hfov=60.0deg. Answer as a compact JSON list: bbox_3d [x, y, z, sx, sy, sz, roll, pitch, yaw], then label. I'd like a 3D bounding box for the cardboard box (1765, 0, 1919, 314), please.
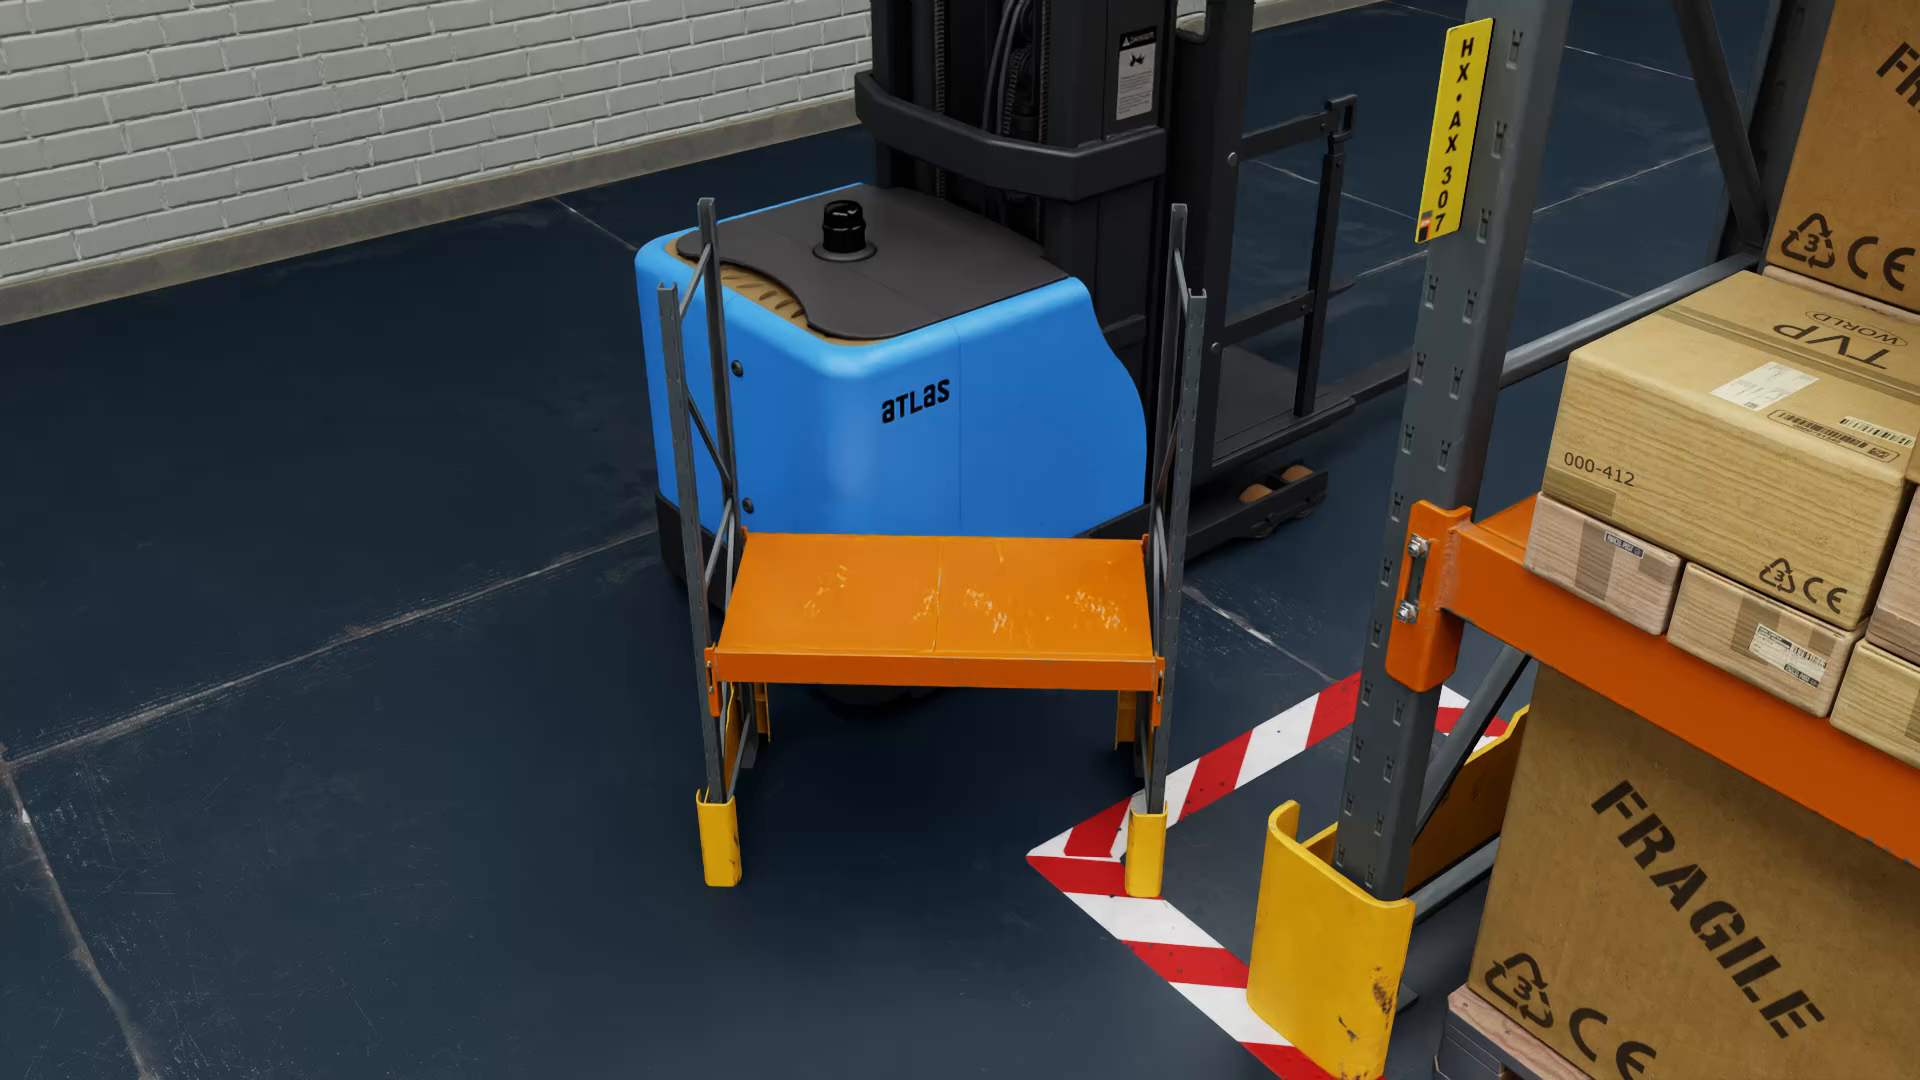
[{"bbox_3d":[1.688,-0.648,2.600,0.500,0.500,0.500,-22,38,-31],"label":"cardboard box"}]

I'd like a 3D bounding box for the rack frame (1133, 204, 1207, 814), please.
[{"bbox_3d":[0.461,0.047,3.753,0.032,1.500,0.500,1,32,2],"label":"rack frame"}]

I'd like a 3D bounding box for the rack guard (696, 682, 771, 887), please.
[{"bbox_3d":[-0.554,0.558,4.114,0.087,0.250,0.587,1,32,2],"label":"rack guard"}]

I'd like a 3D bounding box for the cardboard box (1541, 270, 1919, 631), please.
[{"bbox_3d":[1.262,-0.160,2.525,0.500,0.250,0.500,-23,39,-33],"label":"cardboard box"}]

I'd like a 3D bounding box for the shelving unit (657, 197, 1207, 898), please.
[{"bbox_3d":[-0.057,0.037,3.769,1.083,1.500,0.587,1,32,2],"label":"shelving unit"}]

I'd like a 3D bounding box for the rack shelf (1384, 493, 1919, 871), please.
[{"bbox_3d":[2.408,0.754,1.875,1.077,0.370,4.000,-22,38,-31],"label":"rack shelf"}]

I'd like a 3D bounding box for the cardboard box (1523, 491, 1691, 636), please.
[{"bbox_3d":[1.138,-0.024,2.683,0.380,0.149,0.250,-22,38,-31],"label":"cardboard box"}]

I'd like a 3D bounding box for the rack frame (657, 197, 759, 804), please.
[{"bbox_3d":[-0.556,0.027,3.784,0.032,1.500,0.500,1,32,2],"label":"rack frame"}]

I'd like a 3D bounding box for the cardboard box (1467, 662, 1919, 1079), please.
[{"bbox_3d":[1.637,0.580,3.089,0.875,0.875,0.875,-22,38,-31],"label":"cardboard box"}]

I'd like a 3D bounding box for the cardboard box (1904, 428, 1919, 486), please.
[{"bbox_3d":[1.569,-0.271,1.992,0.500,0.500,0.500,-23,39,-32],"label":"cardboard box"}]

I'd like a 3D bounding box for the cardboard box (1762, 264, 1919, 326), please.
[{"bbox_3d":[1.688,-0.332,2.801,0.500,0.250,0.500,-23,39,-32],"label":"cardboard box"}]

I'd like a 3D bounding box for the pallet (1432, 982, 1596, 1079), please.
[{"bbox_3d":[1.733,1.107,3.267,1.003,0.211,1.213,-22,38,-31],"label":"pallet"}]

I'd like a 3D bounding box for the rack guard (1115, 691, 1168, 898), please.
[{"bbox_3d":[0.441,0.577,4.083,0.087,0.250,0.587,1,32,2],"label":"rack guard"}]

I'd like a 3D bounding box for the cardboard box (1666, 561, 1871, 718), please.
[{"bbox_3d":[1.297,0.083,2.512,0.380,0.149,0.250,-23,38,-32],"label":"cardboard box"}]

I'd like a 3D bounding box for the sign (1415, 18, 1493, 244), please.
[{"bbox_3d":[0.739,-0.609,2.493,0.100,0.325,0.005,-22,38,-31],"label":"sign"}]

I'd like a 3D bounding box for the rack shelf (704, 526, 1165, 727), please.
[{"bbox_3d":[-0.047,0.190,3.864,1.000,0.185,0.538,1,32,2],"label":"rack shelf"}]

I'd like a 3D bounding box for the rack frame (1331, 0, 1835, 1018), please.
[{"bbox_3d":[1.181,-0.385,3.027,1.000,3.000,0.127,-22,38,-31],"label":"rack frame"}]

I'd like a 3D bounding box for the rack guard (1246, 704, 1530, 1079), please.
[{"bbox_3d":[1.167,0.667,3.703,1.175,0.500,0.348,-22,38,-31],"label":"rack guard"}]

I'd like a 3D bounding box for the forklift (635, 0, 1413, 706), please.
[{"bbox_3d":[0.555,-1.444,4.797,3.031,2.935,1.130,-24,39,-33],"label":"forklift"}]

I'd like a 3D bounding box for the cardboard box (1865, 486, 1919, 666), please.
[{"bbox_3d":[1.586,0.054,2.180,0.500,0.250,0.500,-23,38,-32],"label":"cardboard box"}]

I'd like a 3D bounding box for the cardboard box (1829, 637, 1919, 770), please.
[{"bbox_3d":[1.454,0.189,2.340,0.380,0.149,0.250,-23,39,-32],"label":"cardboard box"}]
